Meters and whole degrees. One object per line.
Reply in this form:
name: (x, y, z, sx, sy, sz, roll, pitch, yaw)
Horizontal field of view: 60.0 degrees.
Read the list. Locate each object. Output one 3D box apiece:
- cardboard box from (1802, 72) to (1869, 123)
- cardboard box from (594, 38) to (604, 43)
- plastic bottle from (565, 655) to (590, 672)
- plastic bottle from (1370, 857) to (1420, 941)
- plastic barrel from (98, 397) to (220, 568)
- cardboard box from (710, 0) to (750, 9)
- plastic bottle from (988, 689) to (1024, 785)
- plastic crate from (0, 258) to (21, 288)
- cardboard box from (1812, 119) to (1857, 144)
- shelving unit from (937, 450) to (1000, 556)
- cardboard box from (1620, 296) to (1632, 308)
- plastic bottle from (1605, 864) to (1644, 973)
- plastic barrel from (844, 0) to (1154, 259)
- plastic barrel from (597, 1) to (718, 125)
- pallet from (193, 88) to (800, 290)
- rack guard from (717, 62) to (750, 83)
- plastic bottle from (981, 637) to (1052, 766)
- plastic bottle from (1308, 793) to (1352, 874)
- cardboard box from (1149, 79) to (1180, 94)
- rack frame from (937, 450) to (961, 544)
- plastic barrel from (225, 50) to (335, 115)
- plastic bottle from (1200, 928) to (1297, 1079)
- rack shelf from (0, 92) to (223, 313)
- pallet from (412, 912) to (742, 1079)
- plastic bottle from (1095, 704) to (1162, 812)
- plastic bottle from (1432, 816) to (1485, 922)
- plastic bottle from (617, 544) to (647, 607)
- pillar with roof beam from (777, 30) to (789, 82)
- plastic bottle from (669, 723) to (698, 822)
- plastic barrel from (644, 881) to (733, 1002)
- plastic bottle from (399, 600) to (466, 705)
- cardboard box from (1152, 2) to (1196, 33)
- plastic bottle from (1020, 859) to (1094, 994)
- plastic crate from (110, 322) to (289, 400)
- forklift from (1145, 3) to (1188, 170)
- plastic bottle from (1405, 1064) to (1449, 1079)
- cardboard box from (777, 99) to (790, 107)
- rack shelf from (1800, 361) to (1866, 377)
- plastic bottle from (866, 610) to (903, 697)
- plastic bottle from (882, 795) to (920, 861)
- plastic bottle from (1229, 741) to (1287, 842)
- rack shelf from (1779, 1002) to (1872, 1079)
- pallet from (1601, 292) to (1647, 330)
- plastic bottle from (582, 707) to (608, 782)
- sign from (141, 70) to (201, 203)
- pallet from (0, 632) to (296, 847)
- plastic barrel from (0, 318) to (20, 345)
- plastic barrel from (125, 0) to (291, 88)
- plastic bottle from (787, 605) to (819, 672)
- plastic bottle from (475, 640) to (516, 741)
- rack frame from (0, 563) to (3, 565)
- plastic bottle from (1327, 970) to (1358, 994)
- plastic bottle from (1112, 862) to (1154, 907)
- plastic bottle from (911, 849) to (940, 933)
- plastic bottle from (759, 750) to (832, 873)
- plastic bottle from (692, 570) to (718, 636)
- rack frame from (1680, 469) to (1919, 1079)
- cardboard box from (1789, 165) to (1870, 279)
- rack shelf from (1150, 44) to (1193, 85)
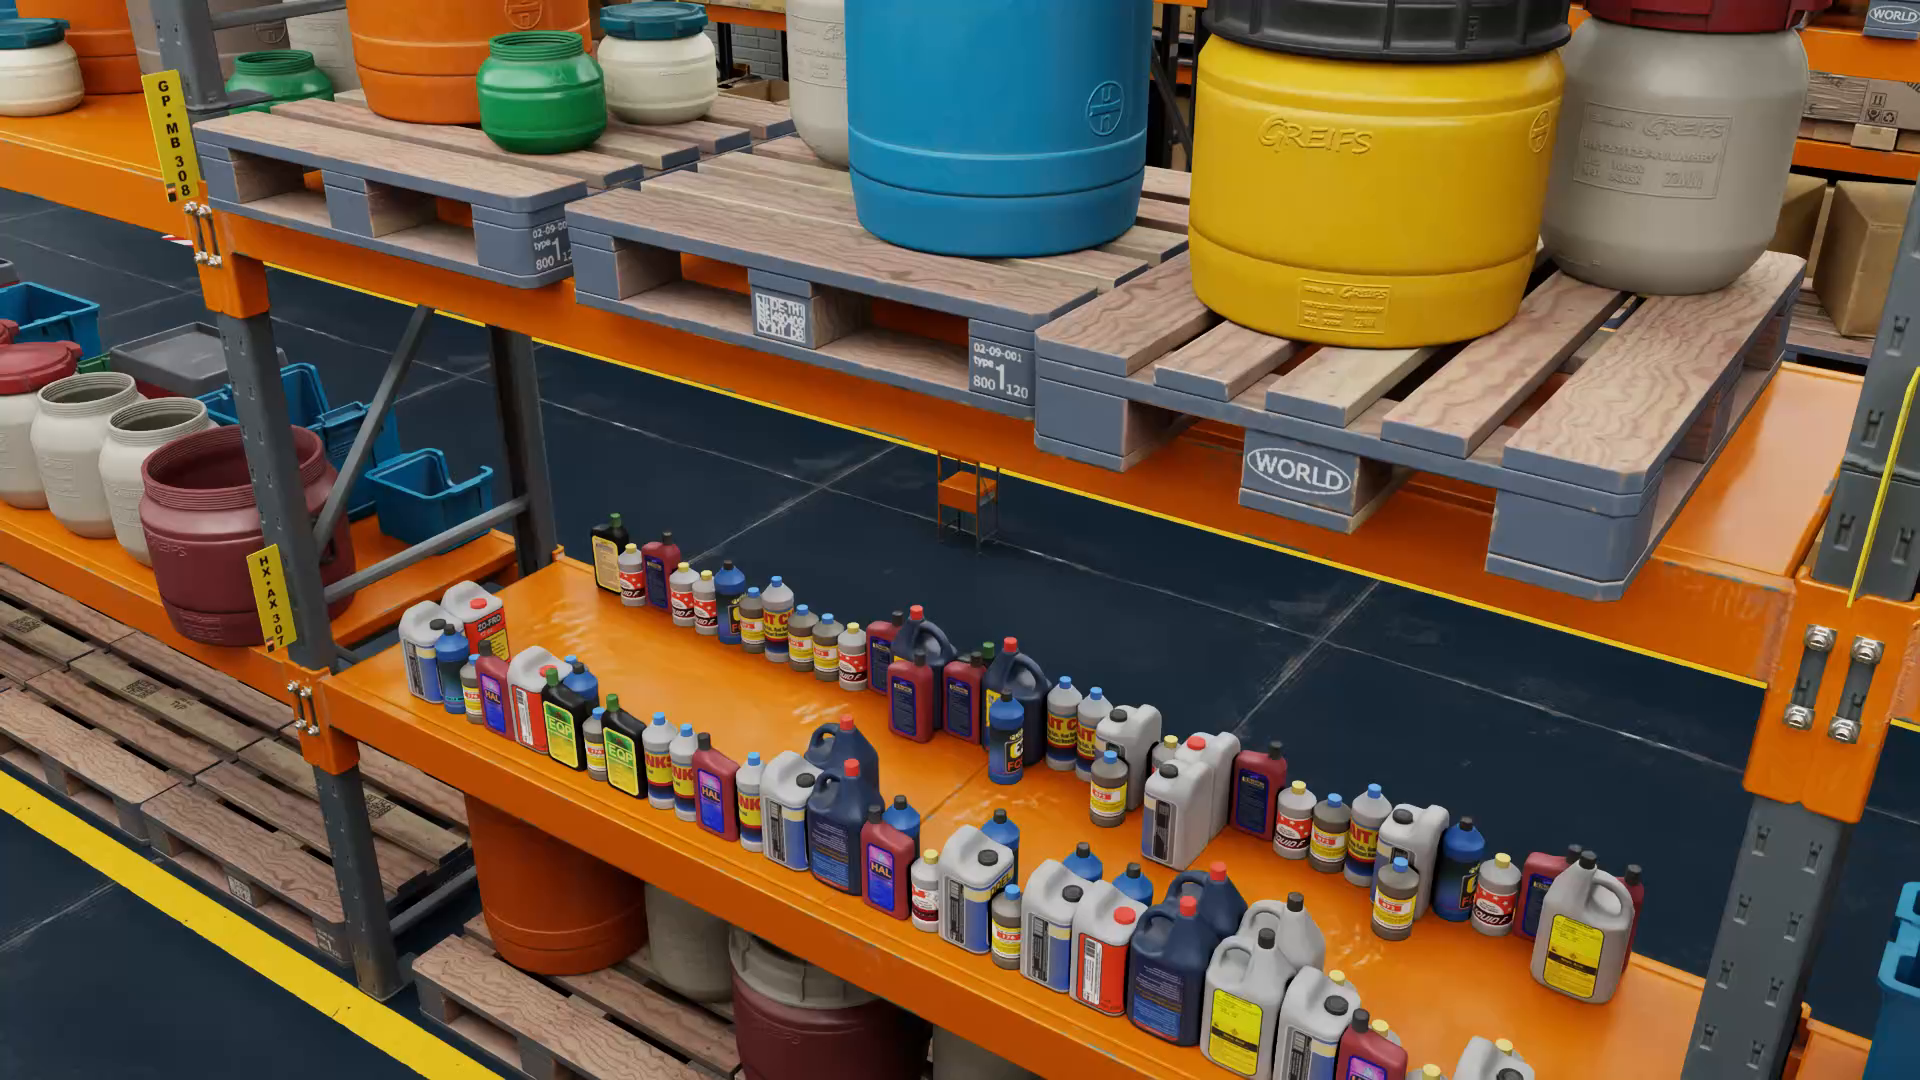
cardboard box: (5.819, -3.107, 11.087, 0.500, 0.500, 0.500, 17, 32, 30)
cardboard box: (-2.330, -3.313, 11.128, 0.250, 0.149, 0.380, 17, 32, 30)
plastic bottle: (-1.119, 0.428, 4.821, 0.097, 0.201, 0.097, 0, 27, 0)
plastic bottle: (1.046, 0.852, 3.988, 0.097, 0.201, 0.097, 0, 27, 0)
plastic barrel: (-2.698, -0.194, 5.701, 0.421, 0.512, 0.421, 0, 27, 0)
cardboard box: (-2.056, -5.288, 15.977, 0.500, 0.250, 0.500, 16, 31, 29)
plastic bottle: (0.126, 0.530, 4.544, 0.097, 0.271, 0.097, 0, 27, 0)
plastic crate: (-4.454, -1.006, 7.349, 0.583, 0.464, 0.402, 17, 32, 30)
cardboard box: (5.914, -2.787, 11.175, 0.250, 0.149, 0.380, 17, 32, 30)
shelving unit: (0.044, -0.454, 8.485, 0.252, 1.050, 0.215, 17, 32, 30)
cardboard box: (2.885, -1.446, 7.711, 0.500, 0.500, 0.700, 9, 28, 18)
plastic bottle: (1.508, 0.865, 3.871, 0.133, 0.283, 0.061, 17, 32, 30)
plastic barrel: (0.075, -1.061, 3.205, 0.708, 0.901, 0.600, 17, 32, 30)
plastic barrel: (-0.762, -1.202, 4.187, 0.301, 0.262, 0.301, 0, 27, 0)
pallet: (-1.154, -0.980, 4.269, 1.213, 0.211, 1.003, 17, 32, 30)
rack guard: (-2.651, -4.585, 17.208, 0.348, 0.500, 1.175, 17, 32, 30)
plastic bottle: (0.158, 0.438, 4.636, 0.185, 0.351, 0.144, 17, 32, 30)
plastic bottle: (0.940, 0.735, 4.217, 0.097, 0.201, 0.097, 0, 27, 0)
cardboard box: (1.564, -3.813, 14.379, 0.500, 0.250, 0.500, 17, 31, 29)
rack frame: (-0.056, -0.485, 8.546, 0.008, 1.050, 0.200, 17, 32, 30)
plastic barrel: (-1.961, -1.272, 4.806, 0.294, 0.245, 0.294, 0, 27, 0)
plastic bottle: (0.625, 0.975, 3.580, 0.185, 0.351, 0.144, 17, 32, 30)
rack shelf: (-3.377, -1.490, 5.856, 4.000, 0.370, 1.077, 17, 32, 30)
pallet: (-1.055, 1.470, 5.629, 1.213, 0.211, 1.003, 17, 32, 30)
plastic bottle: (0.448, 0.564, 4.472, 0.135, 0.276, 0.152, 17, 32, 30)
plastic bottle: (1.212, 0.789, 4.035, 0.097, 0.271, 0.097, 0, 27, 0)
plastic bottle: (-1.069, 0.109, 5.447, 0.097, 0.201, 0.097, 0, 27, 0)
pillar with roof beam: (-4.085, -6.926, 12.438, 0.400, 9.000, 9.100, 17, 32, 30)
plastic bottle: (-0.713, 0.607, 4.393, 0.097, 0.271, 0.097, 0, 27, 0)
plastic barrel: (-0.800, 1.192, 5.380, 0.421, 0.512, 0.421, 0, 27, 0)
plastic bottle: (-1.555, 0.327, 4.937, 0.135, 0.276, 0.152, 17, 32, 30)
cardboard box: (2.000, -4.485, 13.660, 0.500, 0.500, 0.700, 23, 35, 37)
plastic bottle: (0.233, 0.884, 3.842, 0.135, 0.276, 0.152, 17, 32, 30)
plastic crate: (-2.888, -0.518, 6.390, 0.583, 0.464, 0.402, 17, 32, 30)
forklift: (1.153, -3.025, 11.463, 1.130, 2.935, 3.031, 22, 34, 37)
plastic bottle: (0.949, 1.156, 3.391, 0.097, 0.201, 0.097, 0, 27, 0)
cardboard box: (-0.748, -2.415, 10.079, 0.500, 0.500, 0.500, 17, 32, 30)
rack shelf: (2.727, -0.977, 8.155, 4.000, 0.370, 1.077, 17, 32, 30)
plastic bottle: (-0.212, 0.330, 4.923, 0.133, 0.283, 0.061, 17, 32, 30)
plastic bottle: (-0.145, 0.750, 4.111, 0.097, 0.271, 0.097, 0, 27, 0)
plastic bottle: (0.775, 0.637, 4.319, 0.133, 0.283, 0.061, 17, 32, 30)
rack shelf: (3.217, 1.901, 2.500, 4.000, 0.370, 1.077, 17, 32, 30)
pallet: (2.684, -1.228, 8.067, 1.213, 0.211, 1.003, 17, 32, 30)
plastic bottle: (-0.984, 0.554, 4.574, 0.097, 0.201, 0.097, 0, 27, 0)
sign: (-2.035, -1.043, 4.300, 0.005, 0.325, 0.100, 17, 32, 30)
pallet: (-3.347, 0.756, 7.032, 1.213, 0.211, 1.003, 17, 32, 30)
plastic barrel: (-3.757, -0.532, 6.338, 0.433, 0.535, 0.433, 0, 27, 0)
plastic barrel: (-2.283, -1.812, 5.144, 0.600, 0.901, 0.600, 0, 27, 0)
plastic bottle: (-0.478, 0.294, 5.085, 0.097, 0.201, 0.097, 0, 27, 0)
plastic bottle: (-1.310, 0.425, 4.736, 0.133, 0.283, 0.061, 17, 32, 30)
rack frame: (-5.026, -0.987, 7.383, 0.127, 3.000, 1.000, 17, 32, 30)
plastic bottle: (0.815, 1.030, 3.638, 0.097, 0.201, 0.097, 0, 27, 0)
plastic bottle: (0.399, 0.869, 3.876, 0.097, 0.271, 0.097, 0, 27, 0)
plastic bottle: (-0.070, 0.838, 4.014, 0.097, 0.201, 0.097, 0, 27, 0)
plastic bottle: (-0.412, 0.683, 4.237, 0.135, 0.276, 0.152, 17, 32, 30)
plastic bottle: (-0.799, 0.194, 5.281, 0.097, 0.201, 0.097, 0, 27, 0)
rack frame: (1.568, 1.067, 3.346, 0.127, 3.000, 1.000, 17, 32, 30)
cardboard box: (5.834, -2.211, 11.695, 0.750, 0.750, 0.750, 18, 32, 32)
rack shelf: (2.232, -3.857, 13.815, 4.000, 0.370, 1.077, 17, 32, 30)
